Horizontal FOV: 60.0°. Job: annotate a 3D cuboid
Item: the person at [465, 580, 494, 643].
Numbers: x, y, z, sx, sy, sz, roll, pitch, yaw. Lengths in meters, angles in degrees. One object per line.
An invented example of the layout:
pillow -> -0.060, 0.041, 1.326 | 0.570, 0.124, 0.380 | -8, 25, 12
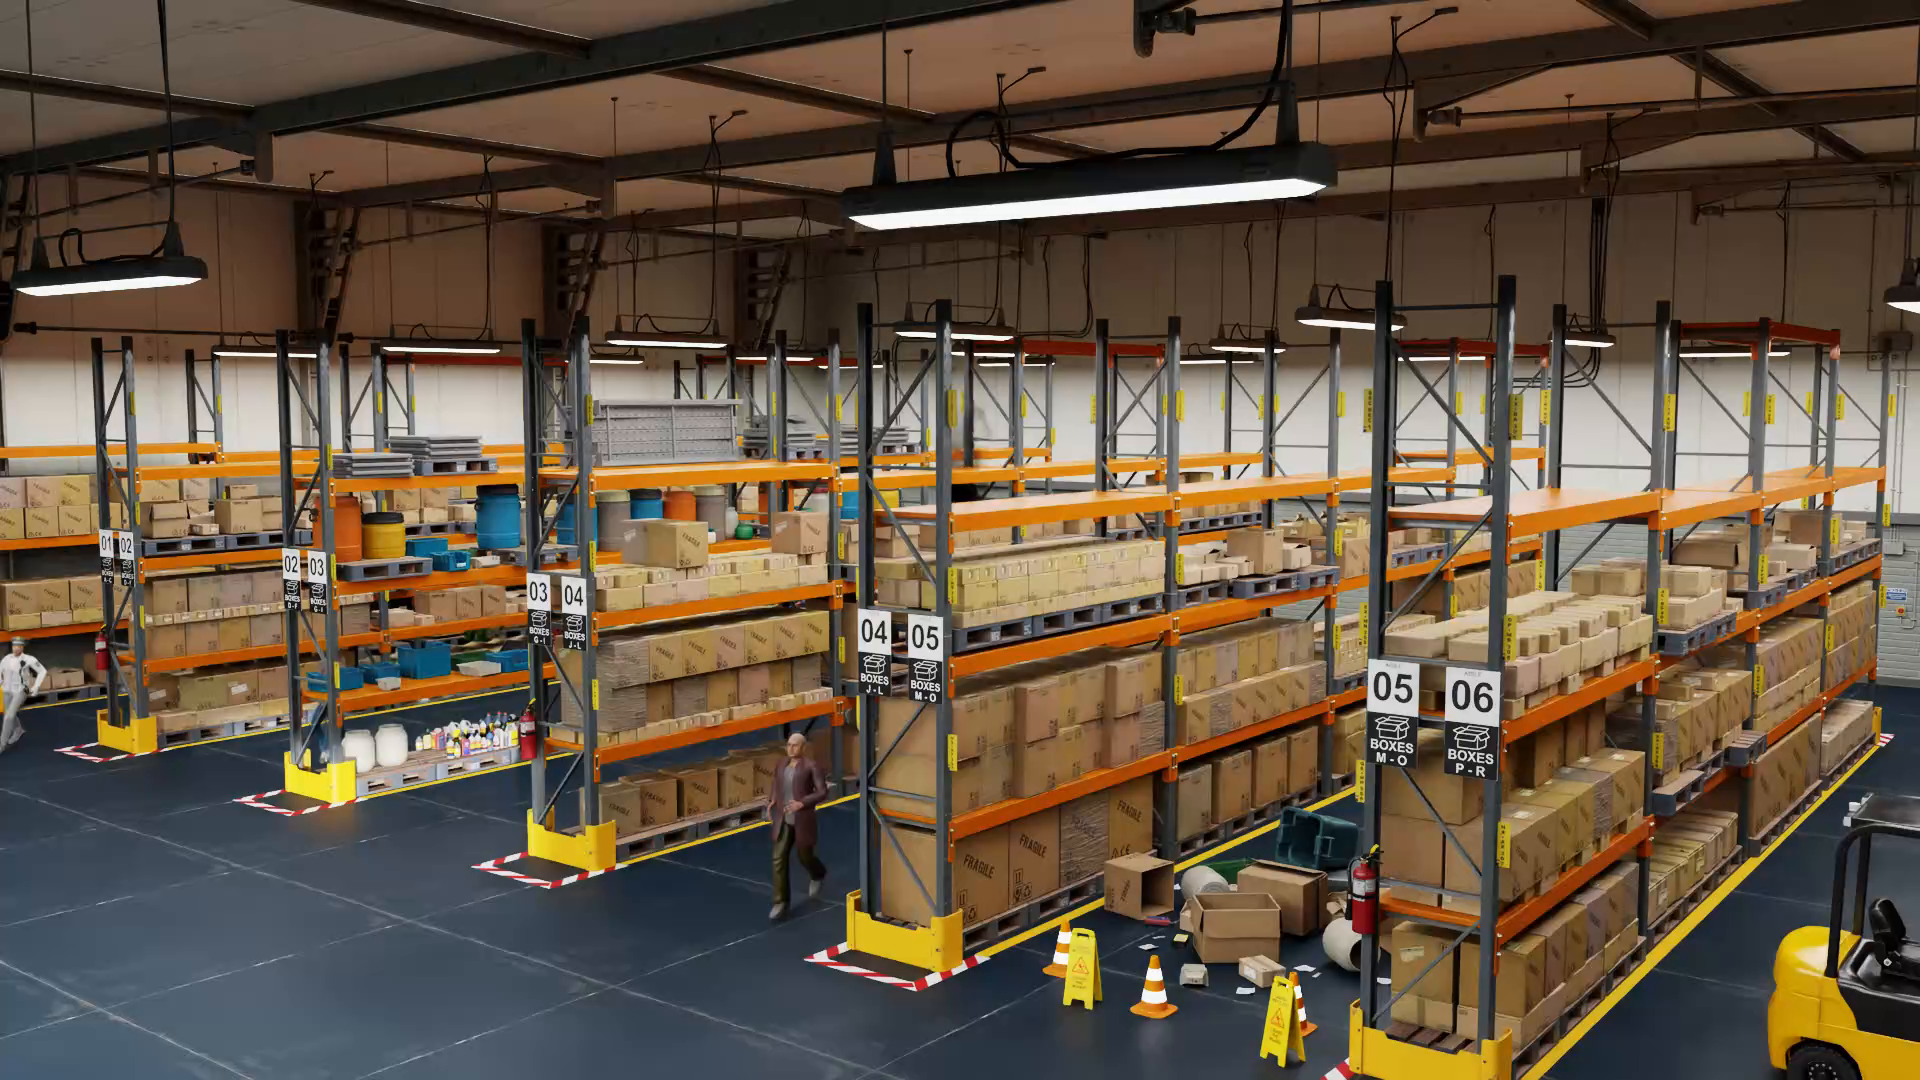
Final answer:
person -> -9.293, 1.493, 32.205 | 0.661, 1.746, 0.767 | 3, 6, 29

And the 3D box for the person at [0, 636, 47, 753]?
person -> -13.701, 2.222, 24.138 | 0.675, 1.674, 0.918 | 0, 5, 3

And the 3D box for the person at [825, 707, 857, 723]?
person -> -1.735, 2.202, 24.570 | 0.582, 1.644, 0.626 | 3, 6, 28

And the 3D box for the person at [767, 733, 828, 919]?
person -> -1.637, 2.815, 16.707 | 0.722, 1.778, 0.994 | 2, 5, 21

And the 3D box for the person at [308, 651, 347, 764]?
person -> -8.847, 2.336, 23.356 | 0.503, 1.617, 0.682 | 3, 6, 31
